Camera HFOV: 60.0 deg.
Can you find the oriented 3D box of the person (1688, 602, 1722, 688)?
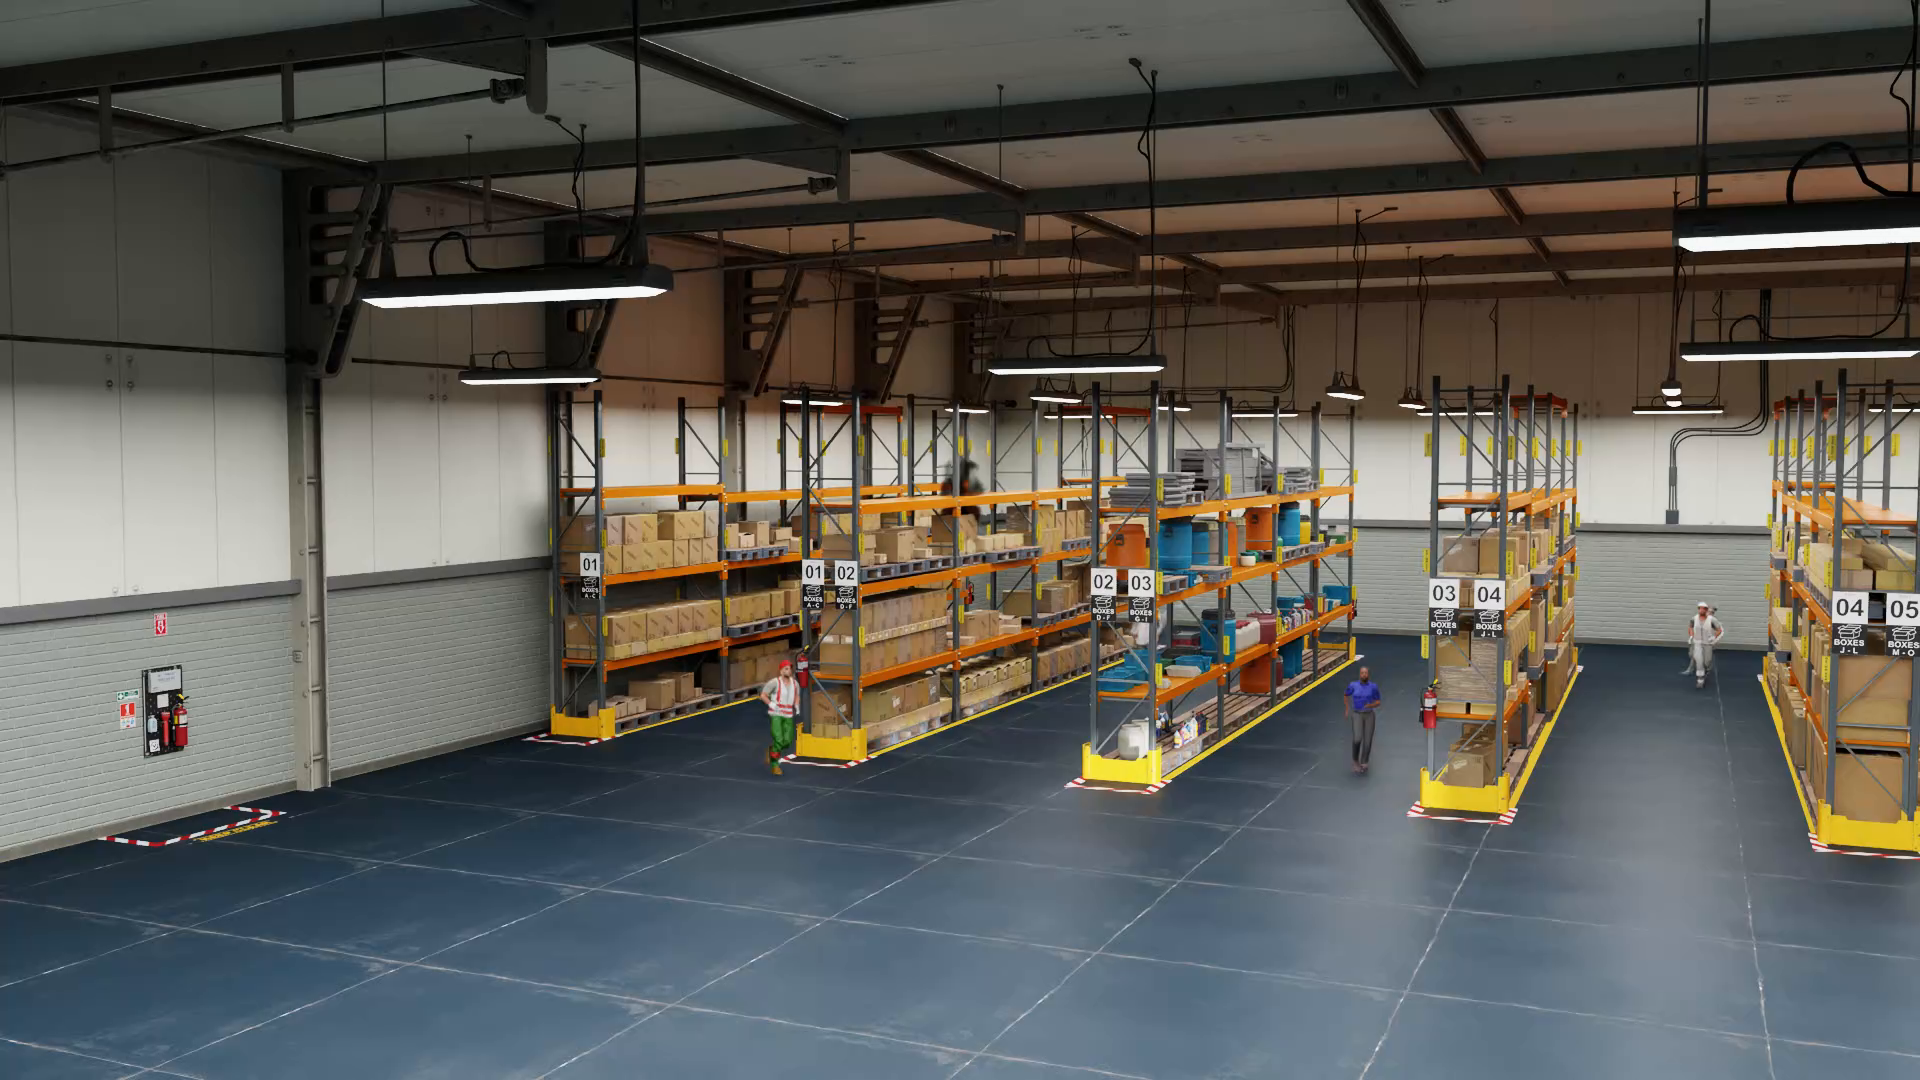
[{"bbox_3d":[15.505,2.181,34.635,0.653,1.776,0.896,2,4,32],"label":"person"}]

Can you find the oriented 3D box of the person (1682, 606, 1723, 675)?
[{"bbox_3d":[16.355,2.209,36.548,0.575,1.573,0.732,-1,3,-25],"label":"person"}]

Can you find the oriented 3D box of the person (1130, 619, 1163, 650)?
[{"bbox_3d":[3.905,2.185,34.907,0.661,1.769,0.936,1,3,11],"label":"person"}]

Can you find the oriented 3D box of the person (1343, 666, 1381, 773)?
[{"bbox_3d":[6.195,2.771,25.600,0.546,1.640,0.676,0,3,9],"label":"person"}]

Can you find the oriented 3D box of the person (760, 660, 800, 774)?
[{"bbox_3d":[-2.768,2.723,25.777,0.693,1.730,0.654,-2,4,-33],"label":"person"}]
